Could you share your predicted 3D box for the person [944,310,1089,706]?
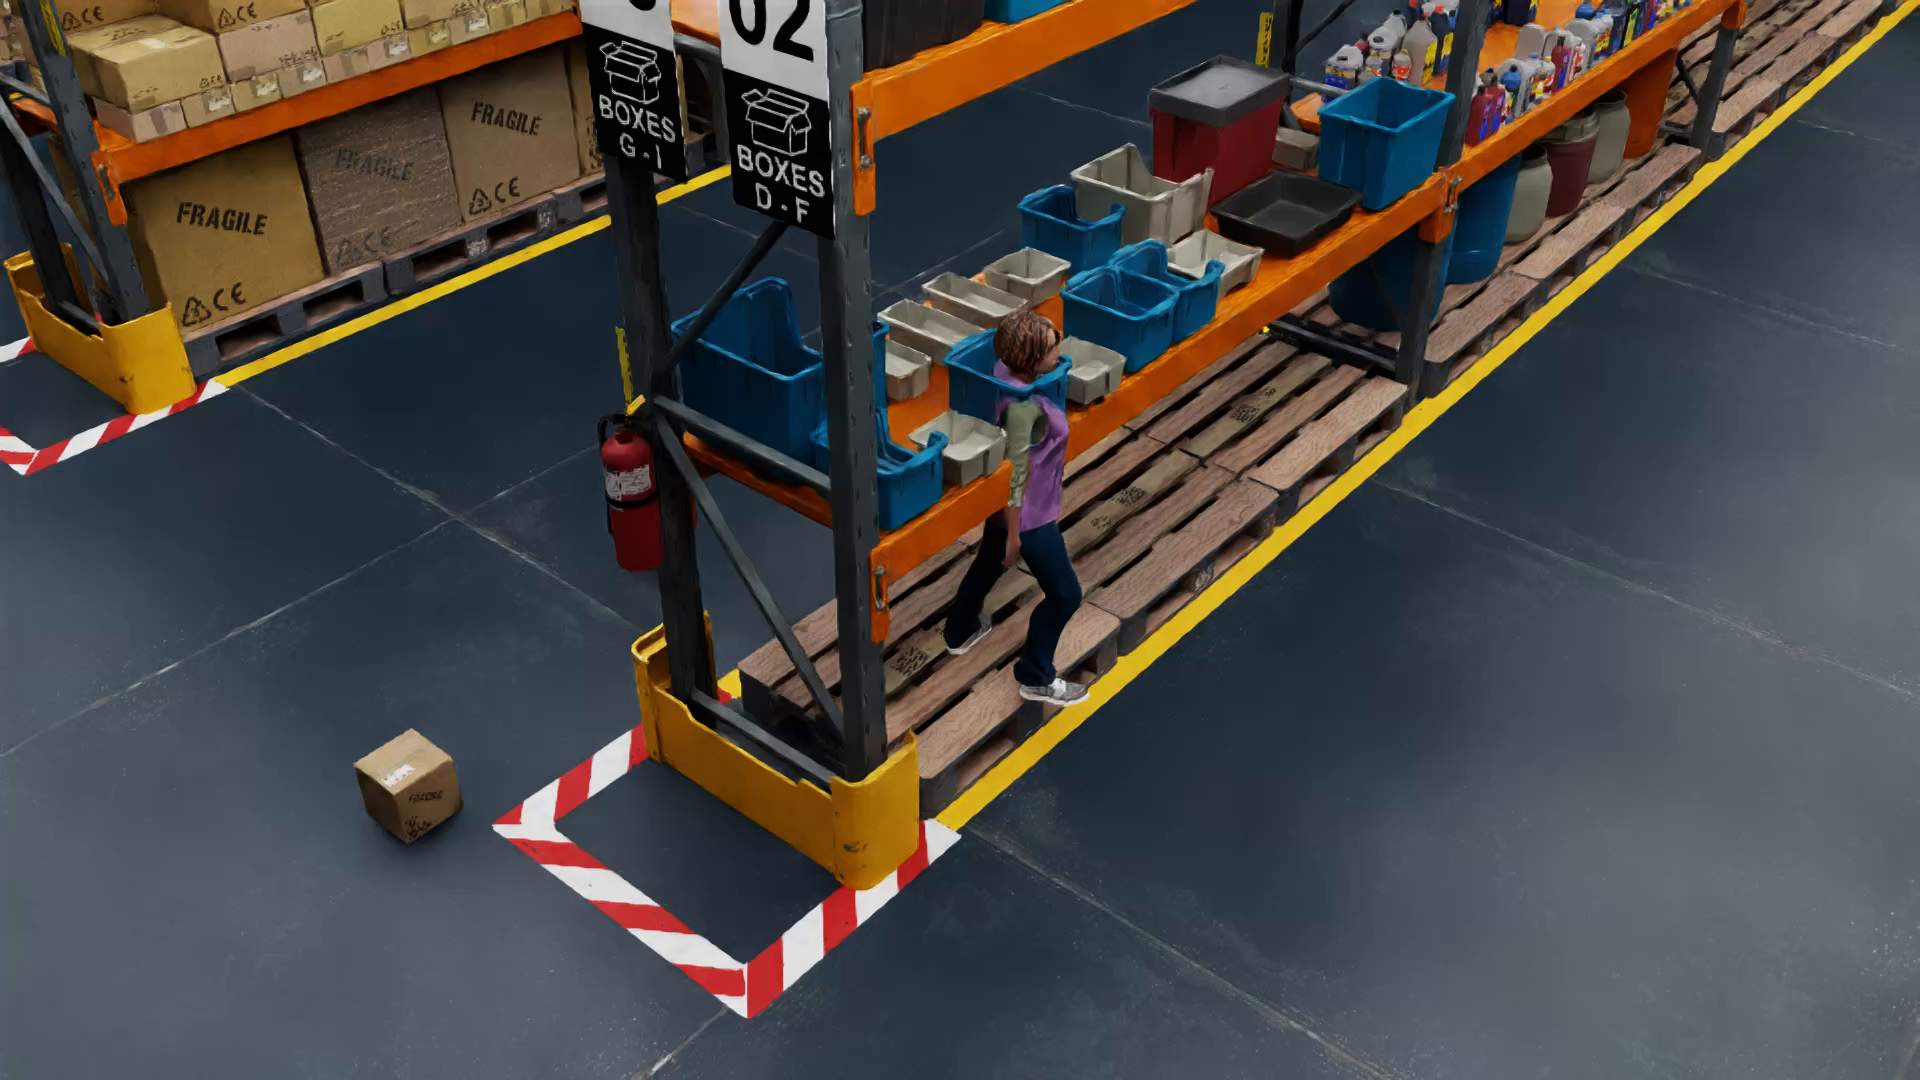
[{"bbox_3d":[0.204,-0.150,6.040,0.514,1.576,0.575,-4,36,-6],"label":"person"}]
